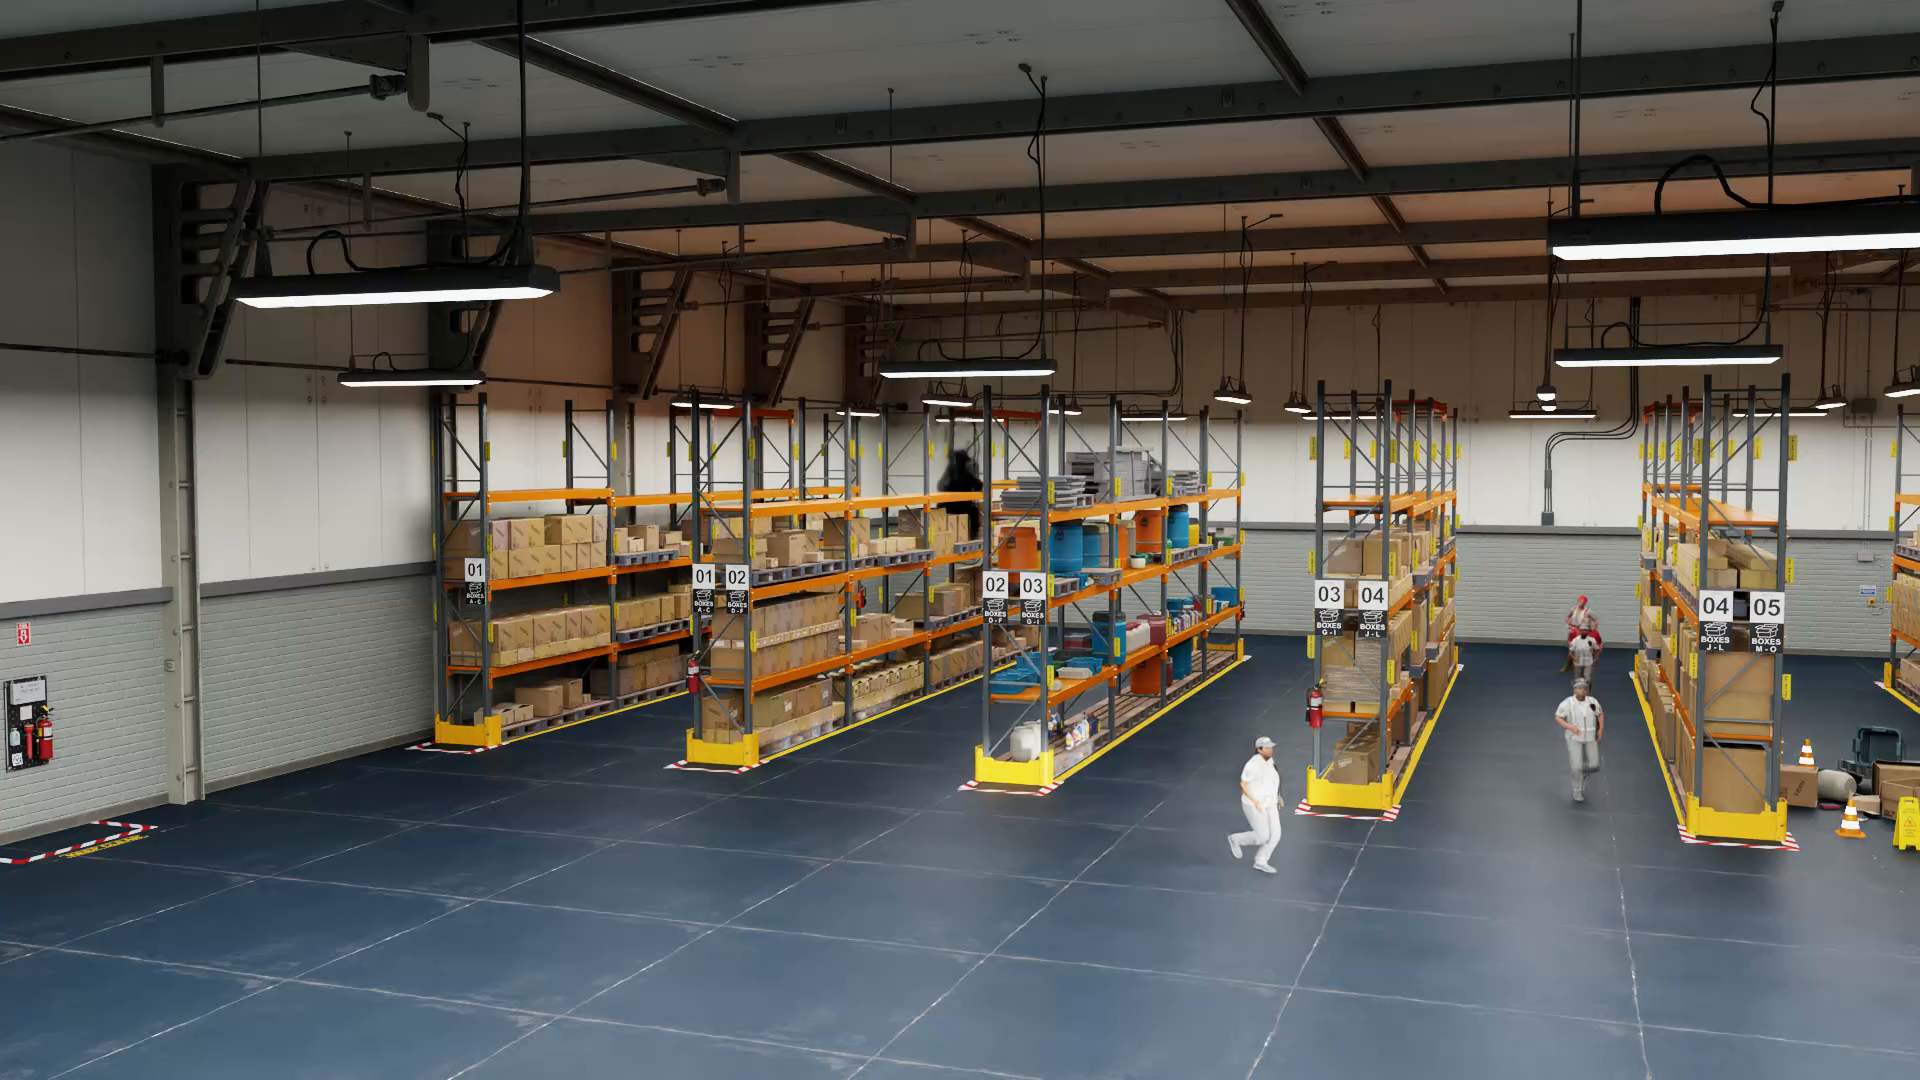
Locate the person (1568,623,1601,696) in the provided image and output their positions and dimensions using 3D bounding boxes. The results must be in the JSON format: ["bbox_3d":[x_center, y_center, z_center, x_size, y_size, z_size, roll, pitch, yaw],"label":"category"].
[{"bbox_3d":[12.157,2.450,32.383,0.587,1.702,0.831,1,3,21],"label":"person"}]

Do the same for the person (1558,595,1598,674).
[{"bbox_3d":[13.900,2.111,37.386,0.938,1.752,0.750,-3,4,-42],"label":"person"}]

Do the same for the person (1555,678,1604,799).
[{"bbox_3d":[8.962,2.858,23.971,0.717,1.752,0.566,0,3,2],"label":"person"}]

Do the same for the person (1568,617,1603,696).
[{"bbox_3d":[12.575,2.381,33.434,0.660,1.673,0.622,1,3,18],"label":"person"}]

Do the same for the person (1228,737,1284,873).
[{"bbox_3d":[3.540,3.144,19.889,0.593,1.619,0.586,-3,4,-44],"label":"person"}]
